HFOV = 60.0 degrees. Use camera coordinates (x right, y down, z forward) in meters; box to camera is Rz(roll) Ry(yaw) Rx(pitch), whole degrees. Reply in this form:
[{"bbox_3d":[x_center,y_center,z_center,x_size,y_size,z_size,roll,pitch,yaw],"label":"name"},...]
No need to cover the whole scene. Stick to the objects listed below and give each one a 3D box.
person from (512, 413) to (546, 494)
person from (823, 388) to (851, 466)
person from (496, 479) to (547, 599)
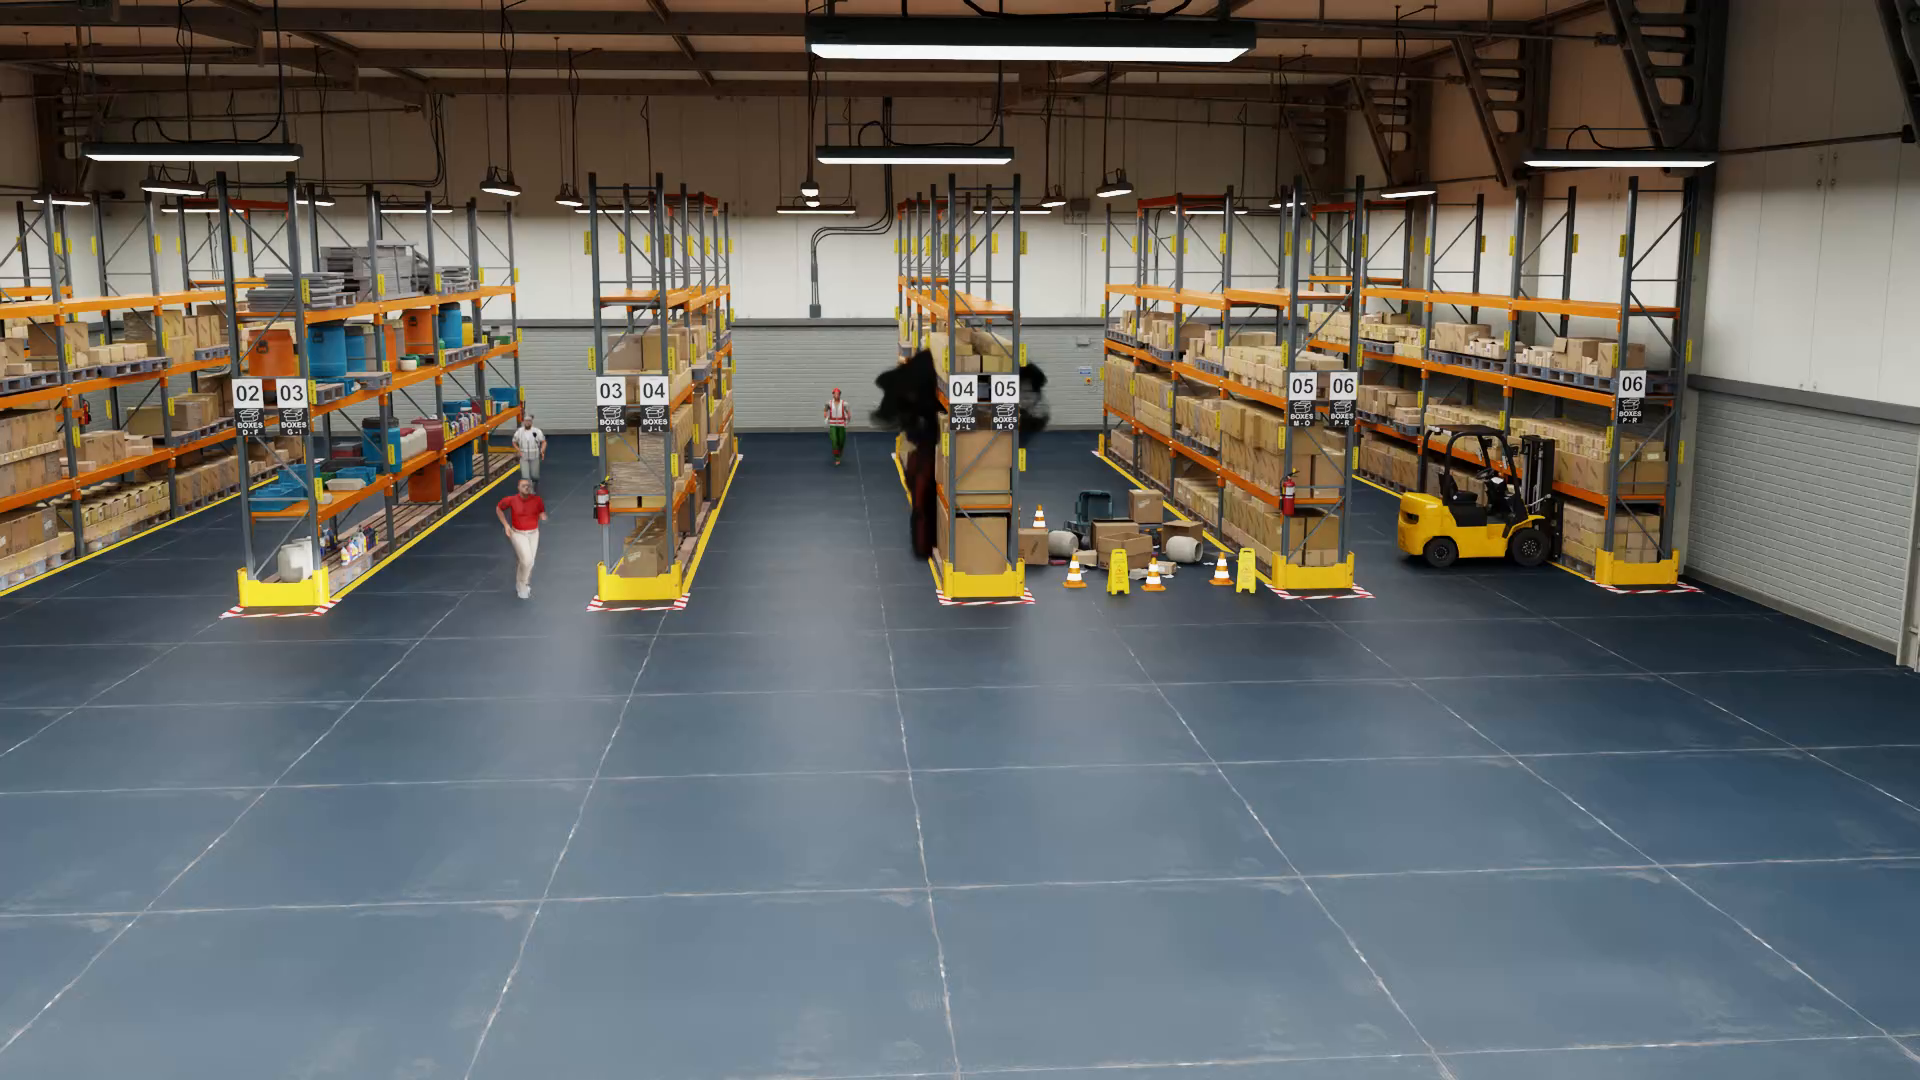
[{"bbox_3d":[-8.580,-1.657,33.143,0.665,1.746,0.568,-2,10,-10],"label":"person"},{"bbox_3d":[-2.864,-2.649,38.686,0.655,1.774,0.845,-1,10,-4],"label":"person"},{"bbox_3d":[-6.253,-0.006,23.945,0.656,1.776,0.803,-8,13,-37],"label":"person"}]
